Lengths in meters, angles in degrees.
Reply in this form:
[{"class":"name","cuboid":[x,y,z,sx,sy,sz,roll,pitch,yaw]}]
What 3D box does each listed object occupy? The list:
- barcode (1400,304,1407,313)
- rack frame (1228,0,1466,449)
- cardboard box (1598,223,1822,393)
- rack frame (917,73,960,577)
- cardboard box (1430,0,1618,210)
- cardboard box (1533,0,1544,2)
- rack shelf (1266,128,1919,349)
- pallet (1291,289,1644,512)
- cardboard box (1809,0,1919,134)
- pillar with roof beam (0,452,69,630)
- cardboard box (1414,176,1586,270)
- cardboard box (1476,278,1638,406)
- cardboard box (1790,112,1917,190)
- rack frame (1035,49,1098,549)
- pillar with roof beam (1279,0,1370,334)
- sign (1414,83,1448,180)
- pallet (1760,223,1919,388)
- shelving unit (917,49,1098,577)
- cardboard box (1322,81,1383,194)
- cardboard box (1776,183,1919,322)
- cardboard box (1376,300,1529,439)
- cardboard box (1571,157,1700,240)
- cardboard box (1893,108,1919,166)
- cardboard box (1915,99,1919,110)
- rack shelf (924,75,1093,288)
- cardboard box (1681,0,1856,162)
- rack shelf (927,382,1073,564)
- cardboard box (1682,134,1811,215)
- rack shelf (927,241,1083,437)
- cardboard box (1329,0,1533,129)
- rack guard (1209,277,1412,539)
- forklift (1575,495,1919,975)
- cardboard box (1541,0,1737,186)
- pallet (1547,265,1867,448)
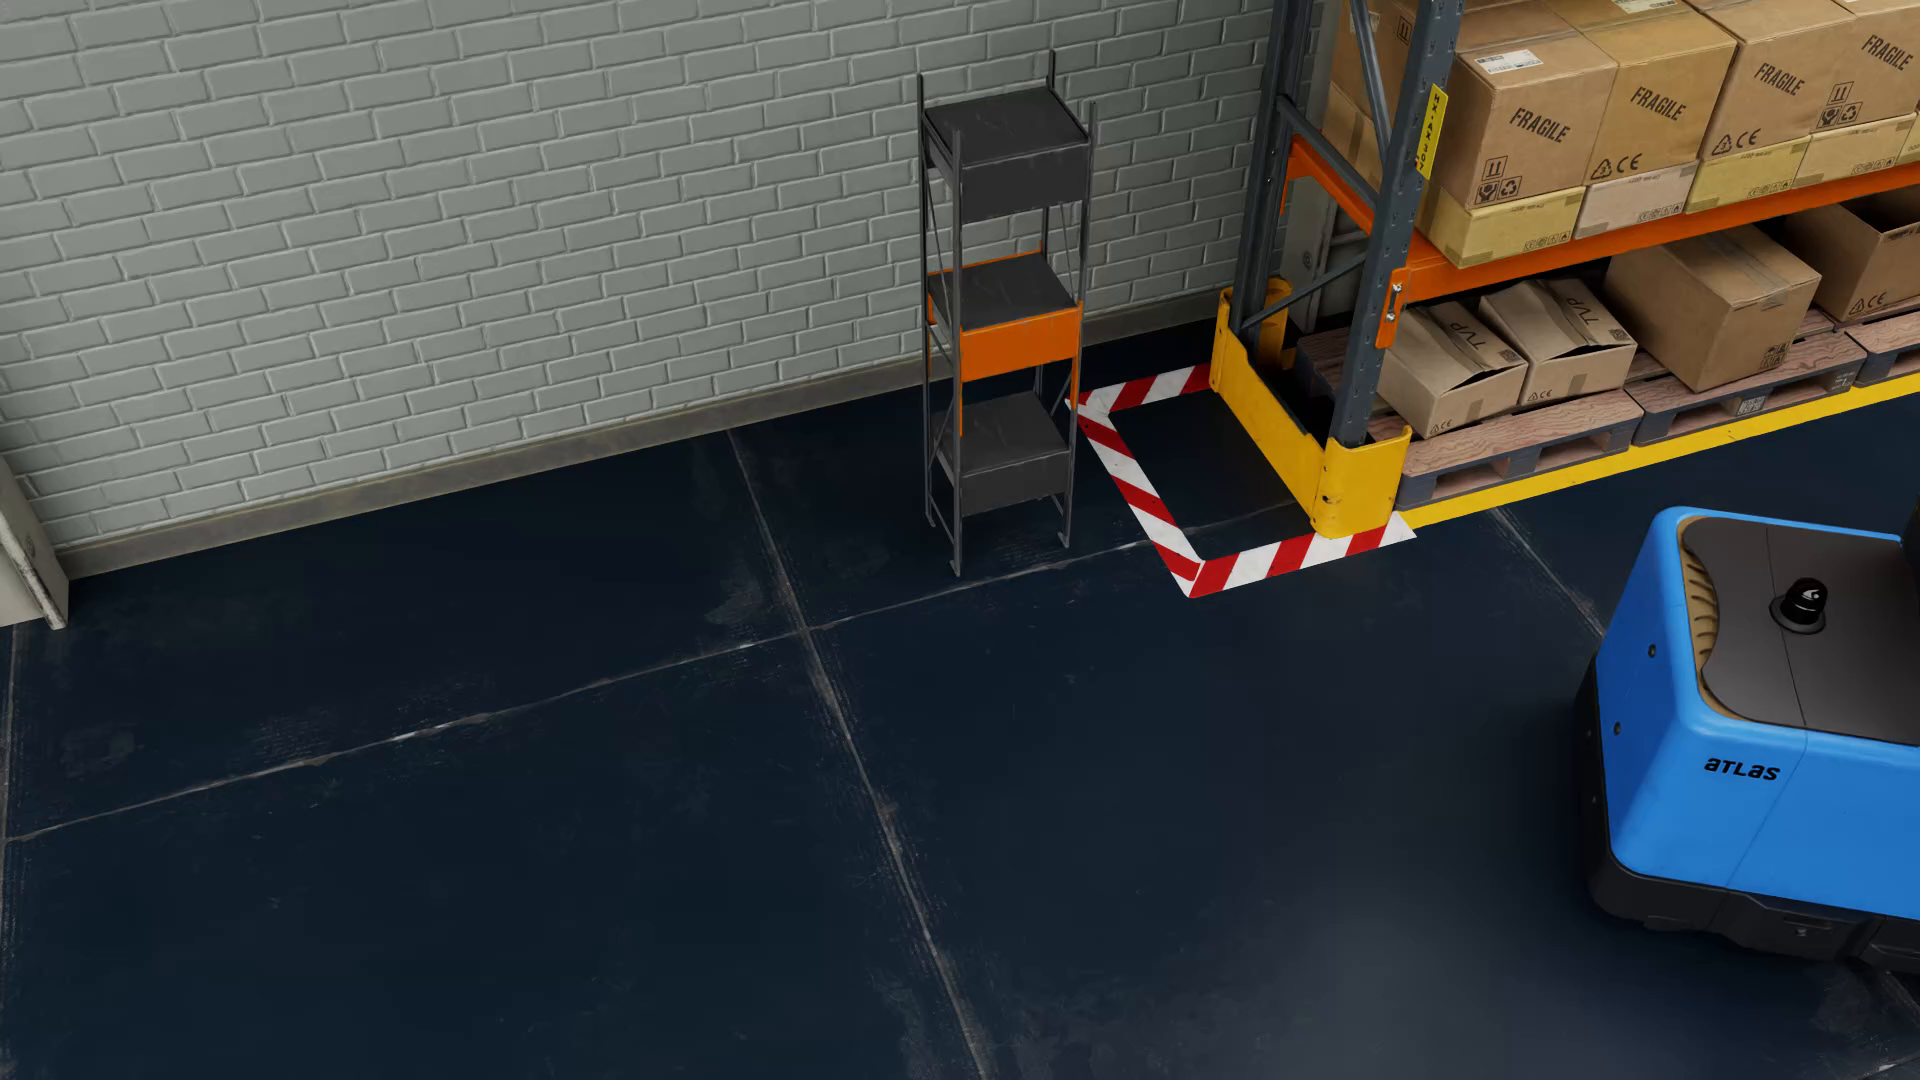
[{"class":"barcode","cuboid":[1.999,-1.049,7.568,0.075,0.075,0.001,-14,47,-14]},{"class":"rack frame","cuboid":[1.437,-1.462,6.399,0.127,3.000,1.000,-14,47,-14]},{"class":"cardboard box","cuboid":[3.361,-1.122,7.514,0.500,0.500,0.700,-17,48,-16]},{"class":"rack frame","cuboid":[-0.074,-0.722,6.297,0.015,2.100,0.400,-14,47,-14]},{"class":"cardboard box","cuboid":[1.988,-1.596,6.094,0.500,0.500,0.500,-14,47,-14]},{"class":"cardboard box","cuboid":[2.284,-2.051,6.548,0.500,0.500,0.500,-14,47,-13]},{"class":"rack shelf","cuboid":[3.318,-1.689,7.133,4.000,0.370,1.077,-14,47,-14]},{"class":"pallet","cuboid":[2.284,-0.668,7.576,1.213,0.211,1.003,-14,47,-14]},{"class":"cardboard box","cuboid":[3.425,-1.960,6.457,0.500,0.500,0.500,-13,47,-13]},{"class":"pillar with roof beam","cuboid":[-2.381,-0.014,0.720,0.400,9.000,9.100,-14,47,-14]},{"class":"cardboard box","cuboid":[2.003,-1.322,6.351,0.500,0.250,0.500,-16,47,-15]},{"class":"cardboard box","cuboid":[2.654,-0.912,7.438,0.500,0.311,0.500,-11,46,-11]},{"class":"cardboard box","cuboid":[3.444,-1.695,6.723,0.500,0.250,0.500,-14,47,-14]},{"class":"rack frame","cuboid":[0.385,-0.840,6.414,0.015,2.100,0.400,-14,47,-14]},{"class":"pillar with roof beam","cuboid":[3.263,-1.457,2.158,0.400,9.000,9.100,-14,47,-14]},{"class":"sign","cuboid":[1.621,-1.406,5.732,0.005,0.325,0.100,-14,47,-14]},{"class":"pallet","cuboid":[4.579,-1.255,8.161,1.213,0.211,1.003,-14,47,-14]},{"class":"shelving unit","cuboid":[0.156,-0.781,6.355,0.503,2.100,0.431,-14,47,-14]},{"class":"cardboard box","cuboid":[1.810,-1.658,6.686,0.500,0.250,0.500,-14,47,-13]},{"class":"cardboard box","cuboid":[4.236,-1.421,7.812,0.500,0.500,0.500,-18,48,-17]},{"class":"cardboard box","cuboid":[2.118,-0.775,7.301,0.500,0.311,0.500,-19,48,-18]},{"class":"cardboard box","cuboid":[2.487,-1.457,6.485,0.500,0.250,0.500,-16,47,-15]},{"class":"cardboard box","cuboid":[3.917,-1.817,6.844,0.500,0.250,0.500,-15,47,-14]},{"class":"cardboard box","cuboid":[3.914,-2.086,6.582,0.500,0.500,0.500,-16,47,-15]},{"class":"rack shelf","cuboid":[0.156,-1.266,5.869,0.480,0.518,0.431,-14,47,-14]},{"class":"cardboard box","cuboid":[2.944,-1.828,6.326,0.500,0.500,0.500,-16,47,-15]},{"class":"rack shelf","cuboid":[0.156,-0.277,6.861,0.480,0.518,0.431,-14,47,-14]},{"class":"cardboard box","cuboid":[2.968,-1.575,6.603,0.500,0.250,0.500,-15,47,-14]},{"class":"rack shelf","cuboid":[0.156,-0.771,6.365,0.480,0.518,0.431,-14,47,-14]},{"class":"cardboard box","cuboid":[1.808,-1.936,6.433,0.500,0.500,0.500,-15,47,-14]},{"class":"rack guard","cuboid":[1.508,-0.598,7.302,0.348,0.500,1.175,-14,47,-14]},{"class":"forklift","cuboid":[3.744,0.141,4.849,3.031,2.935,1.130,8,46,8]},{"class":"cardboard box","cuboid":[2.456,-1.708,6.206,0.500,0.500,0.500,-14,47,-14]},{"class":"pallet","cuboid":[3.430,-0.959,7.866,1.213,0.211,1.003,-14,47,-14]}]
